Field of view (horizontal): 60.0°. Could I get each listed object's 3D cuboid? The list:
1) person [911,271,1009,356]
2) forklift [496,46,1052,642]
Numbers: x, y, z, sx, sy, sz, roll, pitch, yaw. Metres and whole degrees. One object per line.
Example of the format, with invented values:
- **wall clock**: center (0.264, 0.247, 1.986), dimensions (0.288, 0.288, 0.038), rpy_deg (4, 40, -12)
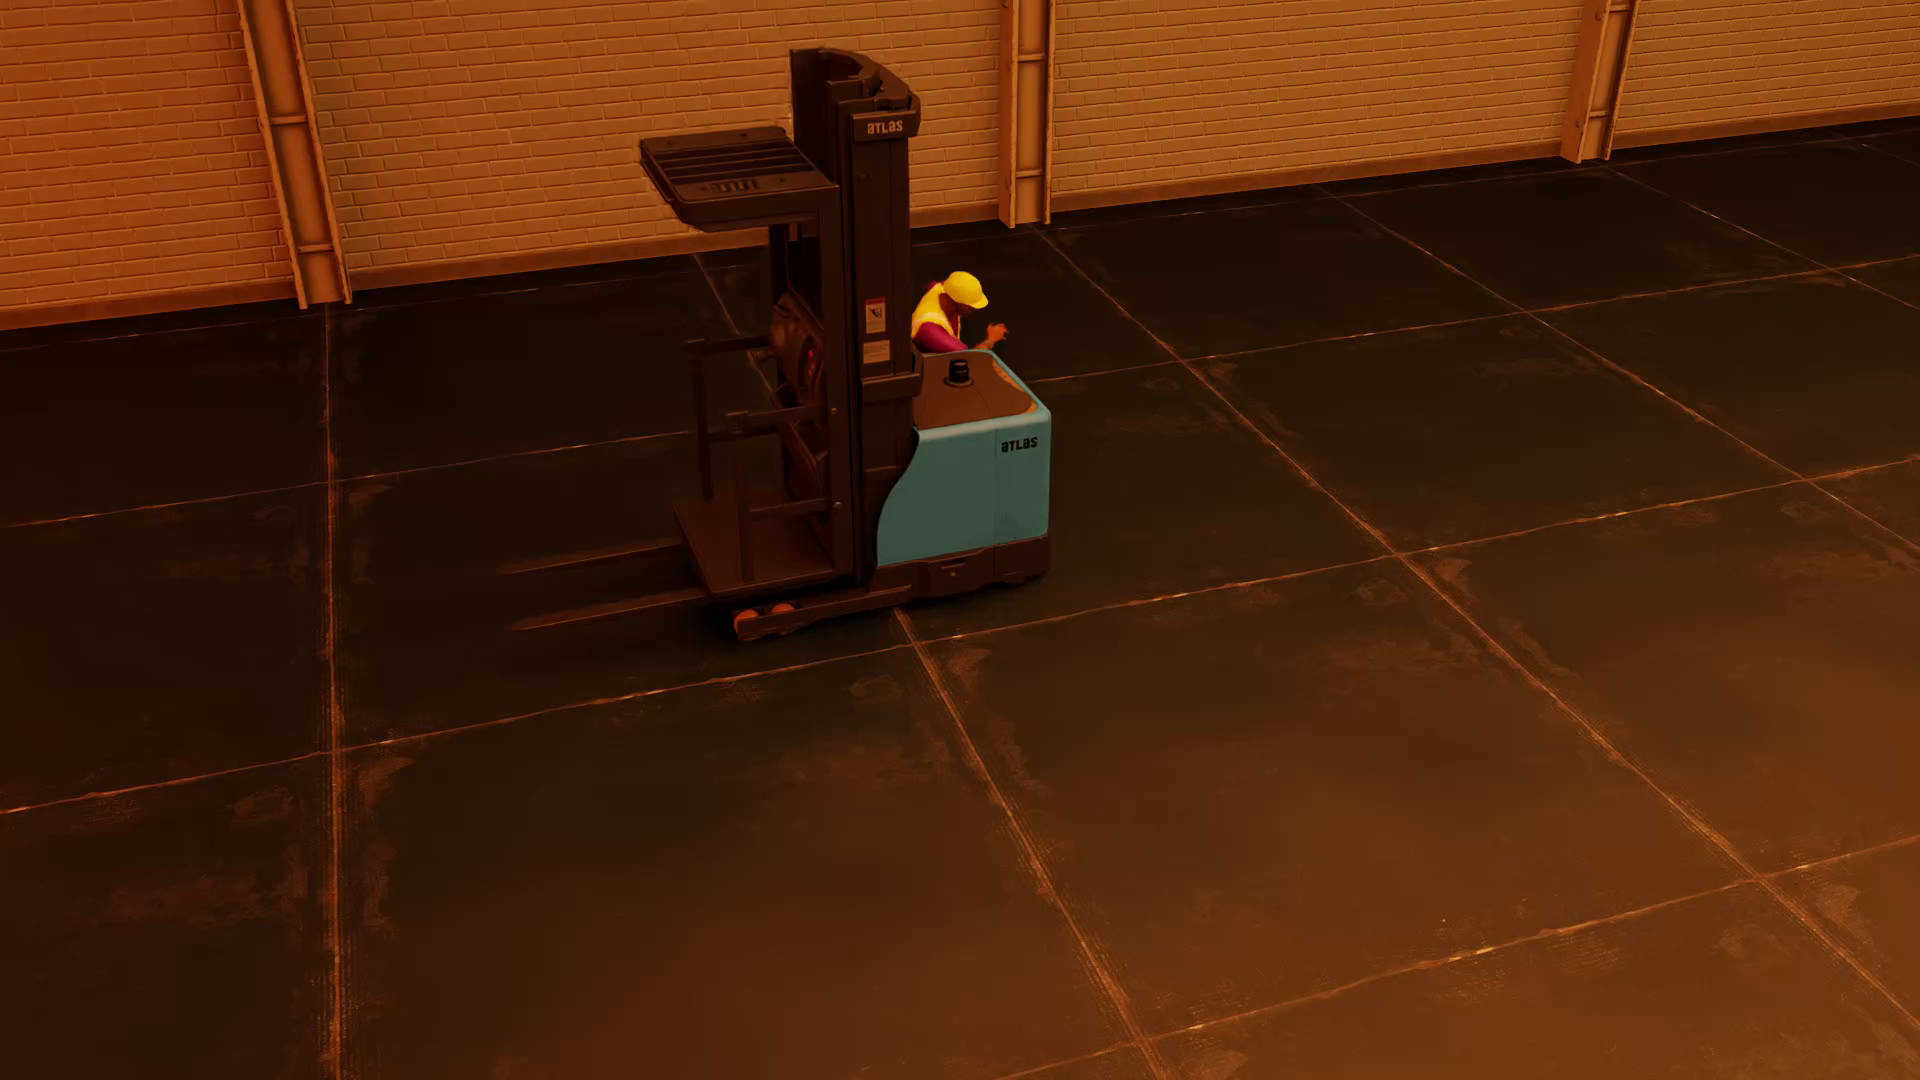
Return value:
- **person**: center (0.041, -1.088, 10.529), dimensions (0.943, 1.458, 1.230), rpy_deg (9, 31, 15)
- **forklift**: center (-1.055, -1.015, 8.851), dimensions (3.031, 2.935, 1.130), rpy_deg (-10, 31, -17)
